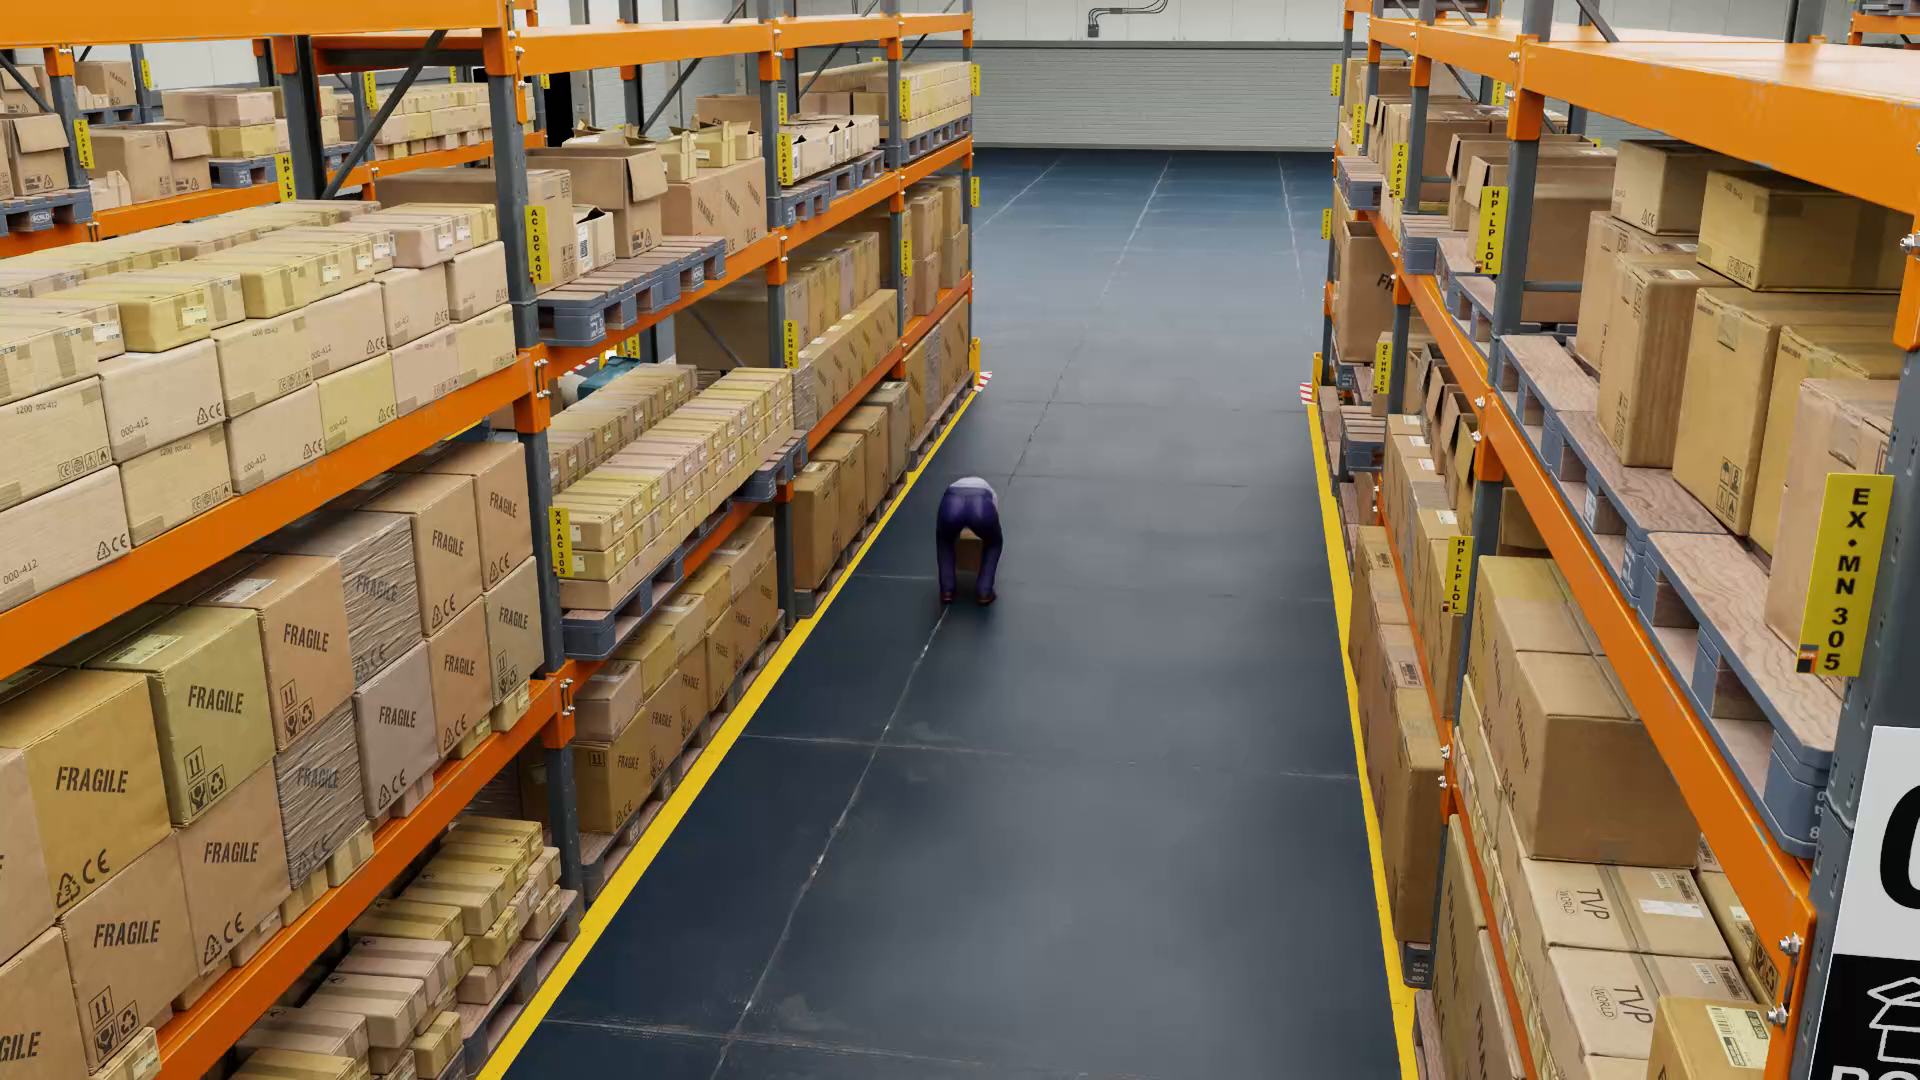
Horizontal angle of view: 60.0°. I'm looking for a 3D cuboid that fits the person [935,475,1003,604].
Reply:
[{"bbox_3d":[0.074,-0.051,12.415,0.509,0.921,0.903,2,18,6],"label":"person"}]
